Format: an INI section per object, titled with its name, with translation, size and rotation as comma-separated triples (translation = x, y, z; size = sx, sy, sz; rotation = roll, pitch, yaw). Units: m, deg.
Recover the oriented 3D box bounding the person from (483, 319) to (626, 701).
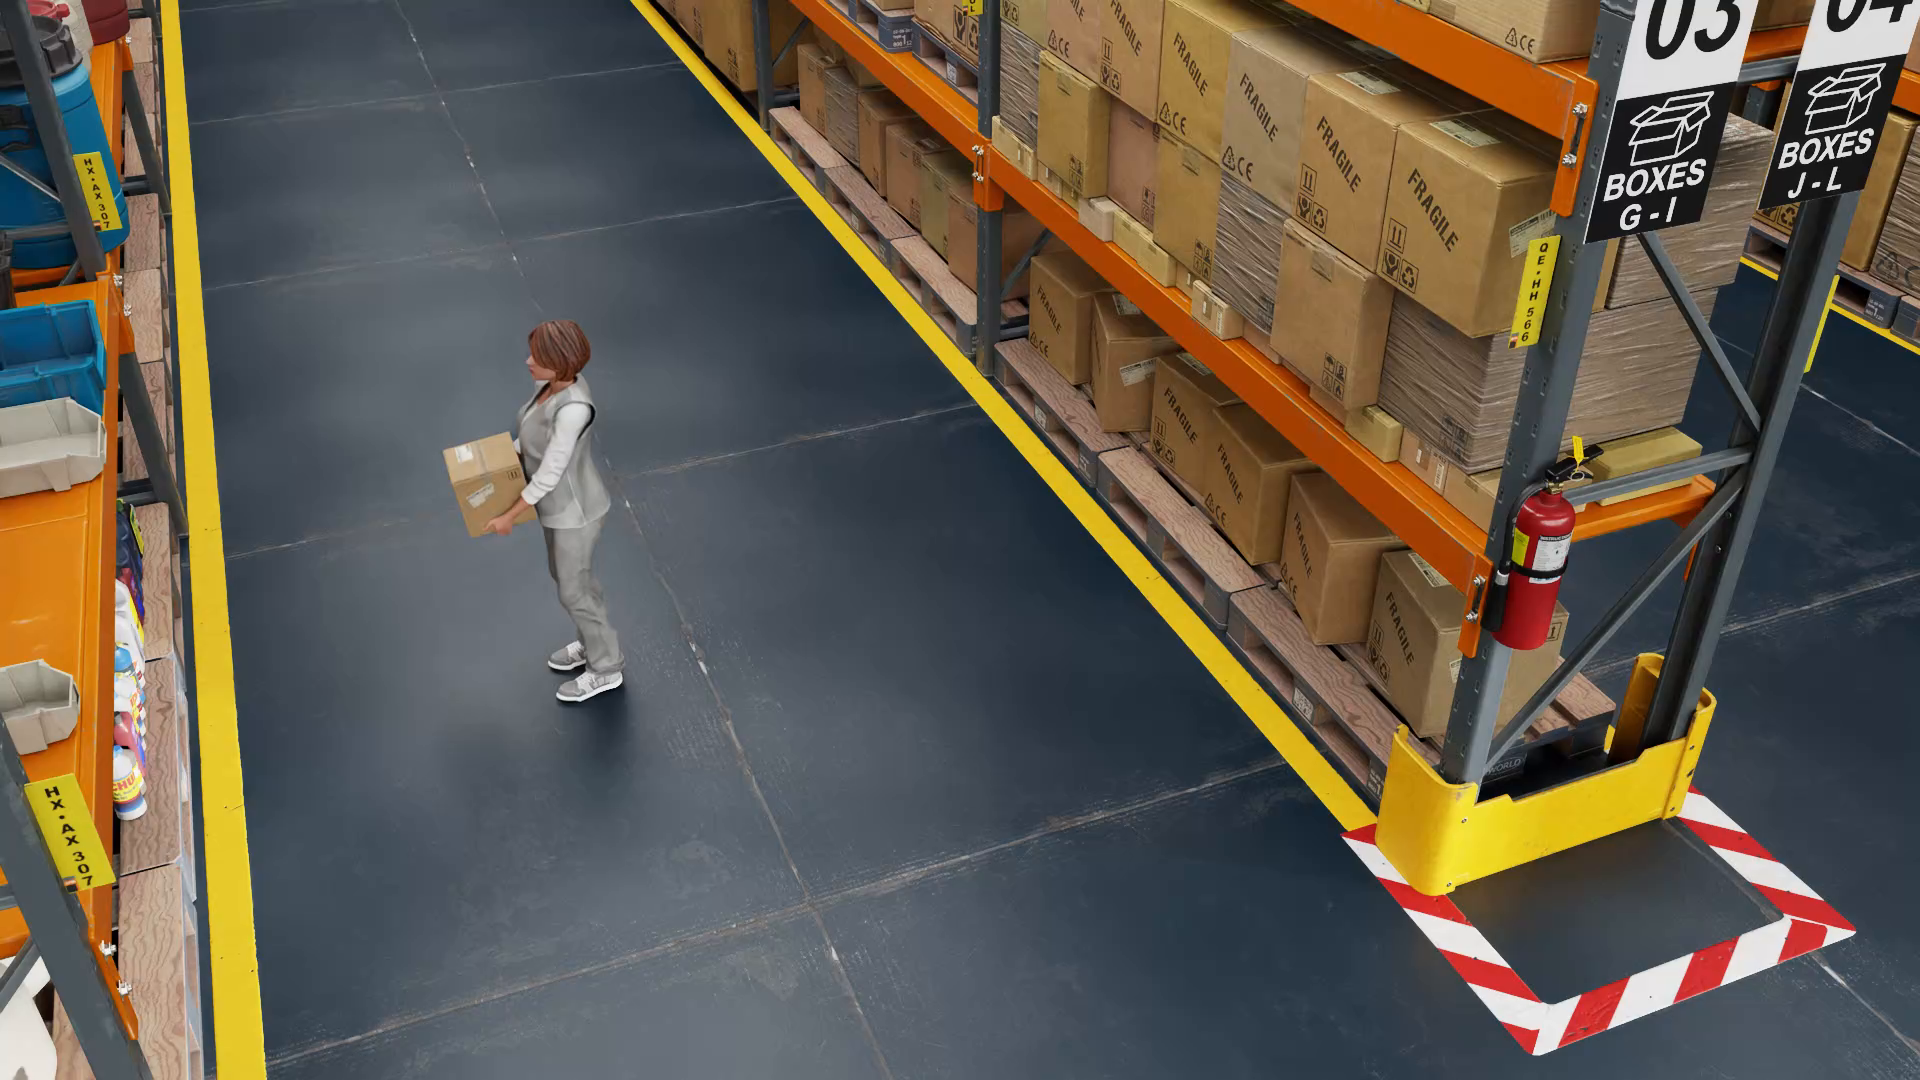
[person]
translation = -1.567, -0.056, 6.325
size = 0.491, 1.495, 0.404
rotation = -12, 36, -18
